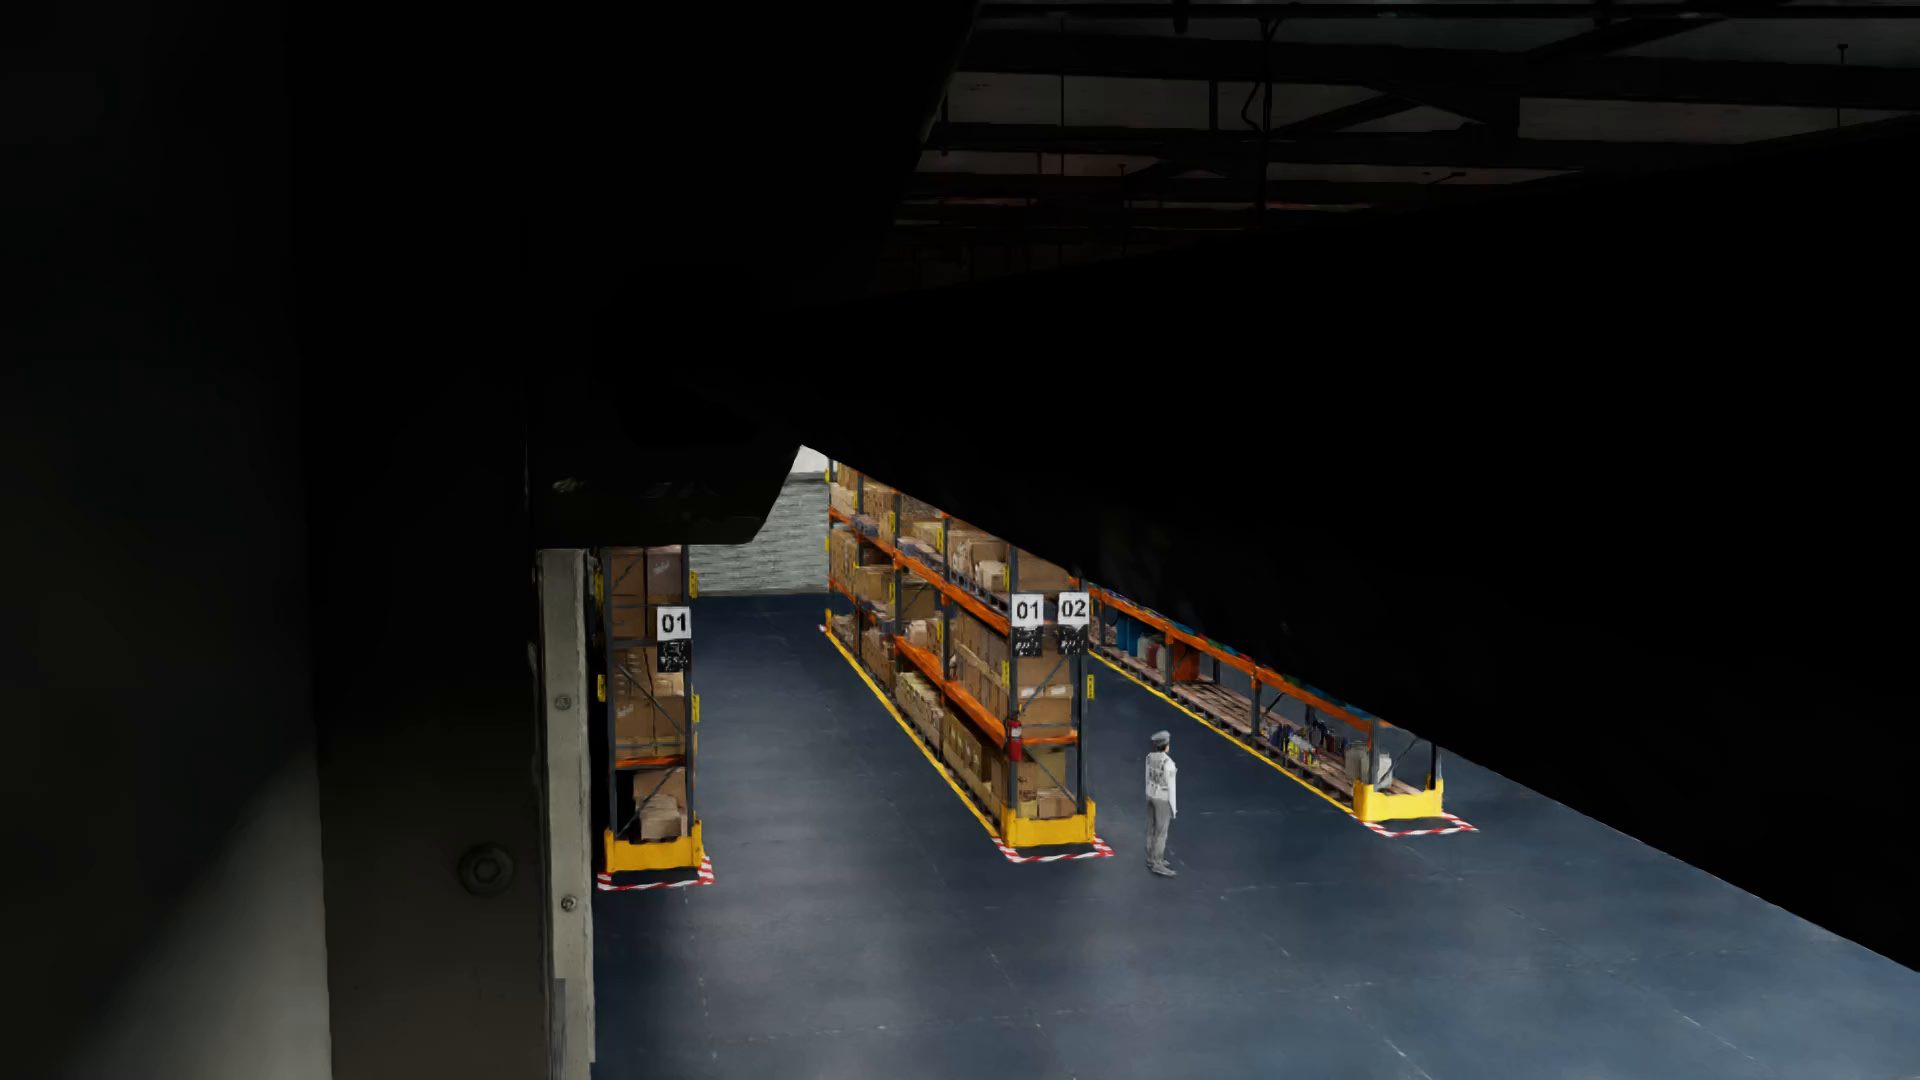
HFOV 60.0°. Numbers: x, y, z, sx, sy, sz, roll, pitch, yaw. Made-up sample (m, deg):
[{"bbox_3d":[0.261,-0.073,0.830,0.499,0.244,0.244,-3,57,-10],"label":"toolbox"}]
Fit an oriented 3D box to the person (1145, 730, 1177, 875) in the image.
[{"bbox_3d":[2.411,3.130,19.921,0.338,1.683,0.548,-3,8,-27],"label":"person"}]
